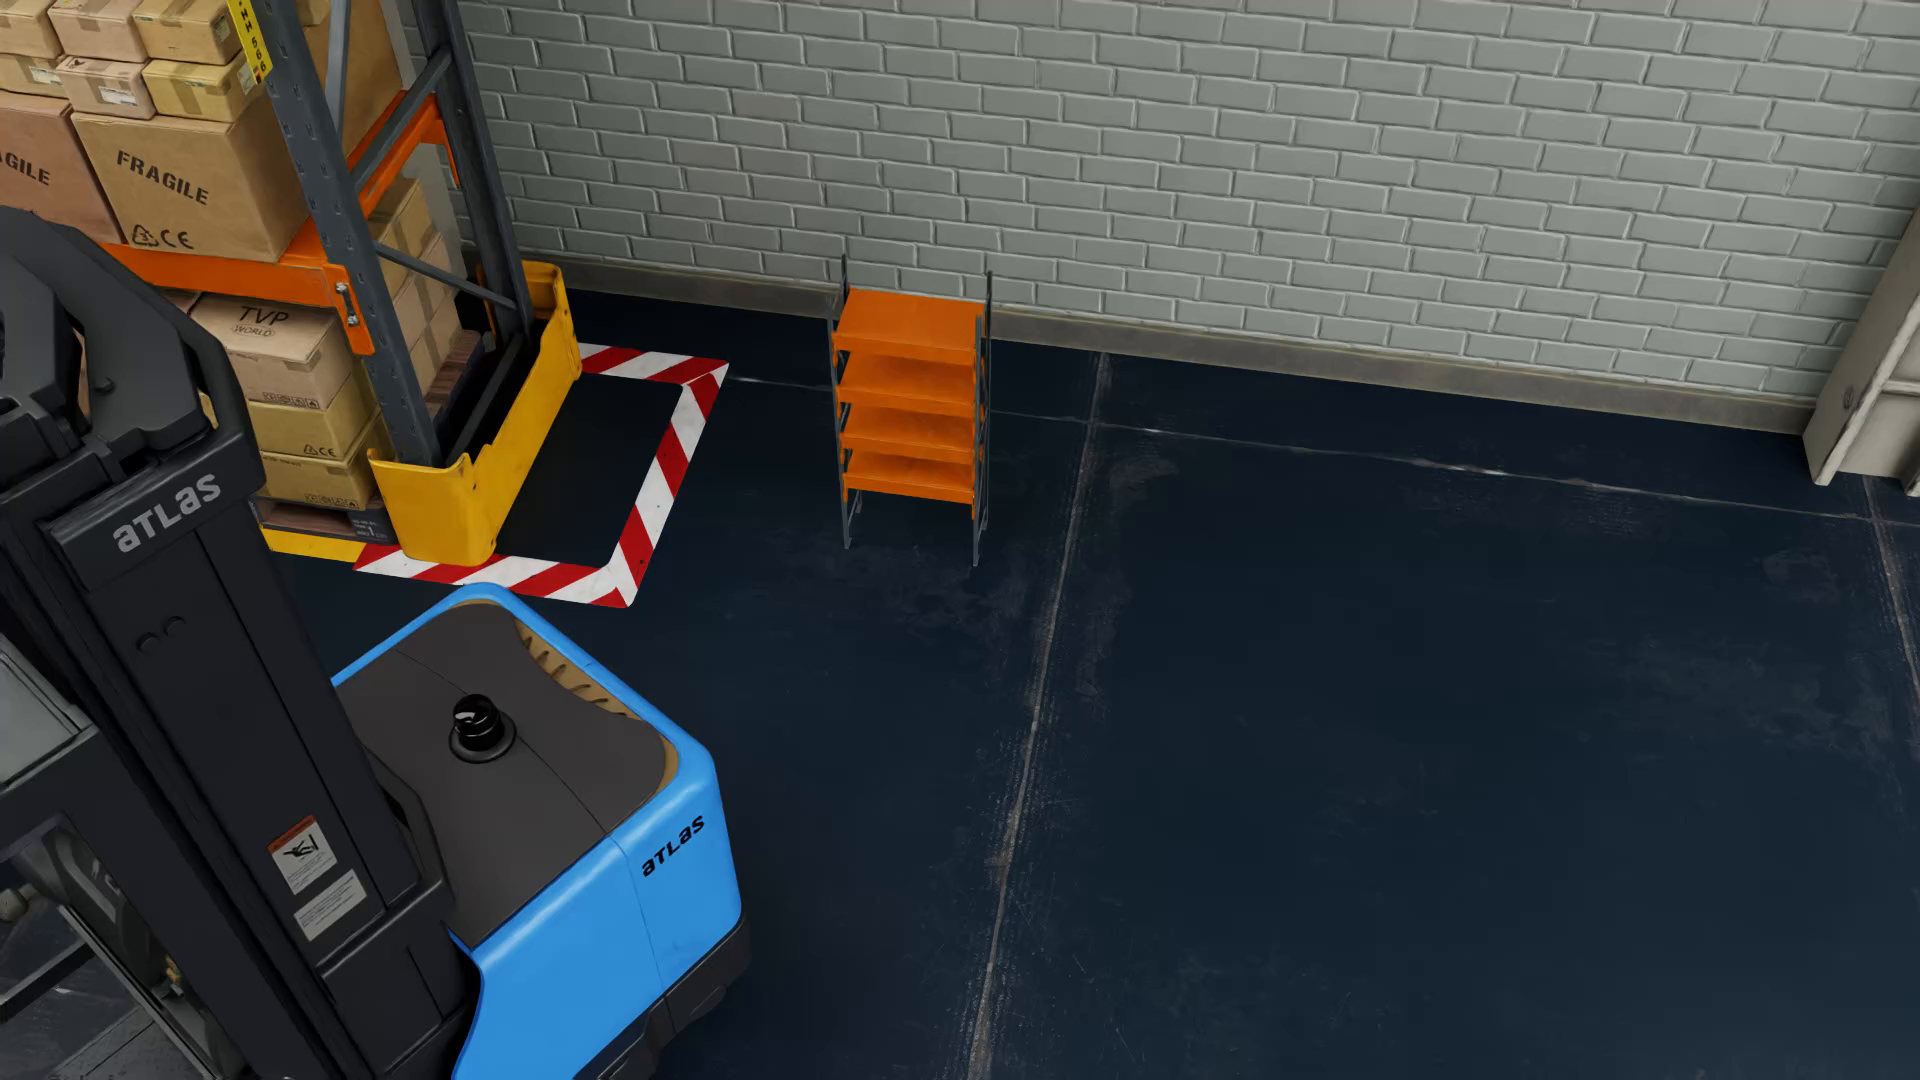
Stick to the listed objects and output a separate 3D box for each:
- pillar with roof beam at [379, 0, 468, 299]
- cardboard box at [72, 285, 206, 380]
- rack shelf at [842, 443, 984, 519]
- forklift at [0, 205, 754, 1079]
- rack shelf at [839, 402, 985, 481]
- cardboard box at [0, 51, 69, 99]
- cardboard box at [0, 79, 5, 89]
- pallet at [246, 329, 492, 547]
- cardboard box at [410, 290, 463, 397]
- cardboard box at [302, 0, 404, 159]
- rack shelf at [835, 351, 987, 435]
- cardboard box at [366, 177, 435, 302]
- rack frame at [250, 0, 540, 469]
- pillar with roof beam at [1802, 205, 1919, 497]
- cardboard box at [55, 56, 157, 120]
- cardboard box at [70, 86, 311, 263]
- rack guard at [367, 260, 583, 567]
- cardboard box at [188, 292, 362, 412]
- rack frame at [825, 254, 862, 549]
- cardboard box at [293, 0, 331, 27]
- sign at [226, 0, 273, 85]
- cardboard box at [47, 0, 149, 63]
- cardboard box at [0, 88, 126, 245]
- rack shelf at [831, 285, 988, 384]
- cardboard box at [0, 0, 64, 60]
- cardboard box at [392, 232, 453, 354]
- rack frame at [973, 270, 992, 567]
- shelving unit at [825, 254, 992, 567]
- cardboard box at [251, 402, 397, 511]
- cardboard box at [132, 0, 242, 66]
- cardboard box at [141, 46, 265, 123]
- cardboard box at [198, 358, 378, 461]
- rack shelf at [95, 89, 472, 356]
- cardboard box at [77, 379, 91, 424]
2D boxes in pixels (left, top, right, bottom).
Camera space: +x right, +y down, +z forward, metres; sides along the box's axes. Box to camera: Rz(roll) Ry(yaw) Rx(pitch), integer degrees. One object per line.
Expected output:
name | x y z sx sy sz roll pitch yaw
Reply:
pillar with roof beam | -3.140 -0.954 1.058 0.400 9.000 9.100 8 49 7
cardboard box | -2.861 -0.800 5.846 0.500 0.250 0.500 8 49 8
rack shelf | -0.163 -0.245 6.021 0.480 0.148 0.258 8 49 7
forklift | -1.972 0.892 3.478 1.130 2.935 3.031 33 56 26
rack shelf | -0.163 -0.378 5.873 0.480 0.148 0.258 8 49 7
cardboard box | -2.741 -1.531 5.105 0.250 0.149 0.380 8 49 8
cardboard box | -2.983 -1.572 5.142 0.250 0.149 0.380 7 48 7
pallet | -2.609 -0.487 6.546 1.213 0.211 1.003 8 49 7
cardboard box | -2.298 -0.778 6.499 0.500 0.250 0.500 8 49 7
cardboard box | -2.287 -1.651 5.649 0.500 0.500 0.500 9 49 8
rack shelf | -0.163 -0.527 5.707 0.480 0.148 0.258 8 49 7
cardboard box | -2.288 -1.106 6.121 0.500 0.250 0.500 7 48 6
rack frame | -1.849 -1.348 5.445 0.127 3.000 1.000 8 49 7
pillar with roof beam | 2.765 -0.160 0.344 0.400 9.000 9.100 8 49 7
cardboard box | -2.497 -1.451 5.034 0.250 0.149 0.380 8 49 7
cardboard box | -2.380 -1.255 5.294 0.500 0.500 0.500 7 48 6
rack guard | -1.825 -0.510 6.372 0.348 0.500 1.175 8 49 7
cardboard box | -2.358 -0.737 5.789 0.500 0.250 0.500 9 49 8
rack frame | -0.403 -0.455 5.852 0.015 1.200 0.240 8 49 7
cardboard box | -2.137 -1.833 5.377 0.250 0.149 0.380 7 48 6
sign | -1.959 -1.419 4.571 0.005 0.325 0.100 8 49 7
cardboard box | -2.487 -1.601 4.969 0.250 0.149 0.380 8 49 7
cardboard box | -2.889 -1.330 5.361 0.500 0.500 0.500 9 49 8
rack shelf | -0.163 -0.686 5.531 0.480 0.148 0.258 8 49 7
cardboard box | -2.750 -1.616 4.982 0.250 0.149 0.380 9 49 8
cardboard box | -2.275 -0.951 6.318 0.500 0.250 0.500 8 49 8
rack frame | 0.077 -0.391 5.794 0.015 1.200 0.240 8 49 7
shelving unit | -0.163 -0.423 5.823 0.503 1.200 0.258 8 49 7
cardboard box | -2.368 -0.401 6.160 0.500 0.250 0.500 8 49 7
cardboard box | -2.239 -1.591 4.960 0.250 0.149 0.380 8 49 7
cardboard box | -2.240 -1.439 5.023 0.250 0.149 0.380 8 49 7
cardboard box | -2.384 -0.572 5.978 0.500 0.250 0.500 7 48 6
rack shelf | -3.817 -1.372 5.950 4.000 0.370 1.077 8 49 7
cardboard box | -2.875 -0.647 6.045 0.500 0.250 0.500 7 48 6
